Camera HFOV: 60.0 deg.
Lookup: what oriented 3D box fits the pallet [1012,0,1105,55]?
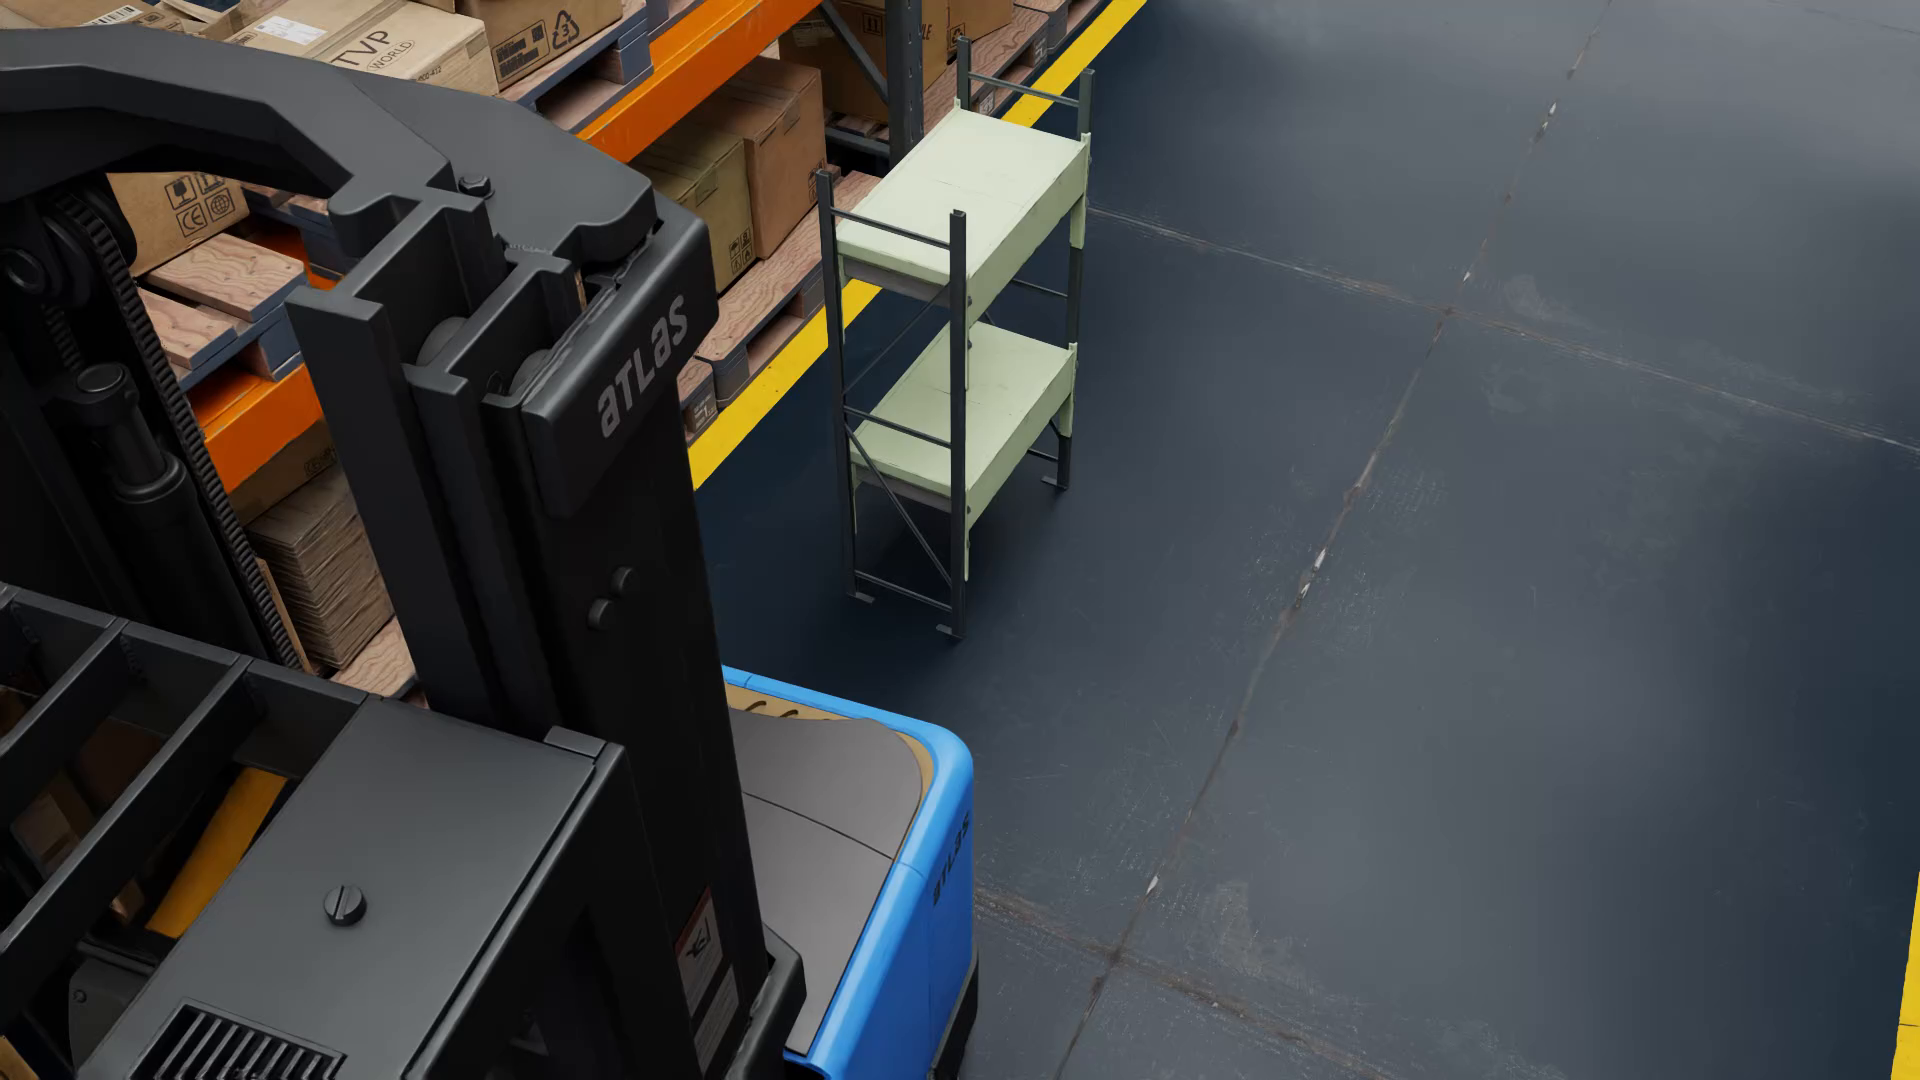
[{"bbox_3d":[0.239,-2.760,7.829,1.003,0.211,1.213,20,49,19],"label":"pallet"}]

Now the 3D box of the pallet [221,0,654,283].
[{"bbox_3d":[-1.581,-1.207,4.469,1.003,0.211,1.213,20,49,19],"label":"pallet"}]

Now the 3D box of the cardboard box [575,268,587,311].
[{"bbox_3d":[-1.408,-0.783,5.363,0.700,0.500,0.500,17,48,16],"label":"cardboard box"}]

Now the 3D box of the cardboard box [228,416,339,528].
[{"bbox_3d":[-1.942,-0.323,4.381,0.500,0.250,0.500,26,51,23],"label":"cardboard box"}]

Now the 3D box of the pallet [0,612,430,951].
[{"bbox_3d":[-2.099,0.474,4.633,1.003,0.211,1.213,20,49,19],"label":"pallet"}]

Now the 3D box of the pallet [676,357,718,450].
[{"bbox_3d":[-1.532,-0.291,5.389,1.003,0.211,1.213,20,49,19],"label":"pallet"}]

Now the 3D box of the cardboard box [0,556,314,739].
[{"bbox_3d":[-2.170,0.281,4.311,0.700,0.500,0.500,18,48,17],"label":"cardboard box"}]

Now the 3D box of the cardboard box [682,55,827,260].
[{"bbox_3d":[-0.911,-1.430,6.003,0.700,0.500,0.500,17,48,16],"label":"cardboard box"}]

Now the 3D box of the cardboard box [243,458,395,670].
[{"bbox_3d":[-1.924,-0.072,4.661,0.700,0.500,0.500,17,48,16],"label":"cardboard box"}]

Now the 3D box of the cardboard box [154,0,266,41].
[{"bbox_3d":[-1.929,-1.254,4.180,0.396,0.266,0.258,19,48,18],"label":"cardboard box"}]

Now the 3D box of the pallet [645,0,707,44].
[{"bbox_3d":[-1.090,-2.033,5.285,1.003,0.211,1.213,20,49,19],"label":"pallet"}]

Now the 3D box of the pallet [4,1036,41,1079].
[{"bbox_3d":[-2.896,1.438,3.680,1.003,0.211,1.213,20,49,19],"label":"pallet"}]

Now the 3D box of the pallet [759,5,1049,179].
[{"bbox_3d":[-0.326,-1.988,7.067,1.003,0.211,1.213,20,49,19],"label":"pallet"}]

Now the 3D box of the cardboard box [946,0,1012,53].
[{"bbox_3d":[-0.126,-2.405,6.980,0.500,0.500,0.500,-34,55,-29],"label":"cardboard box"}]

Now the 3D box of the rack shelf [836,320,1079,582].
[{"bbox_3d":[0.003,-0.302,4.953,0.431,0.370,0.720,20,49,19],"label":"rack shelf"}]

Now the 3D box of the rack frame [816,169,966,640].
[{"bbox_3d":[-0.167,-0.301,4.493,0.400,1.500,0.023,20,49,19],"label":"rack frame"}]

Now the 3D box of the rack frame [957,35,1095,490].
[{"bbox_3d":[0.173,-0.762,4.949,0.400,1.500,0.023,20,49,19],"label":"rack frame"}]

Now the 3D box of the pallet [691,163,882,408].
[{"bbox_3d":[-0.967,-1.063,6.152,1.003,0.211,1.213,20,49,19],"label":"pallet"}]

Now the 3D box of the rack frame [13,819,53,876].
[{"bbox_3d":[-2.463,-0.014,3.155,1.000,3.000,0.127,20,49,19],"label":"rack frame"}]

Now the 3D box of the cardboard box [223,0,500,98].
[{"bbox_3d":[-1.482,-1.089,4.027,0.500,0.250,0.500,19,48,18],"label":"cardboard box"}]

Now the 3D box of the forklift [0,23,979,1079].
[{"bbox_3d":[-0.925,0.993,2.208,1.130,2.935,3.031,14,47,13],"label":"forklift"}]

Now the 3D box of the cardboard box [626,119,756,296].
[{"bbox_3d":[-1.149,-1.136,5.712,0.700,0.500,0.500,20,49,19],"label":"cardboard box"}]

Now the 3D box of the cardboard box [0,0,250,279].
[{"bbox_3d":[-2.078,-0.935,3.699,0.700,0.500,0.500,28,51,25],"label":"cardboard box"}]

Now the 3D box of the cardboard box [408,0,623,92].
[{"bbox_3d":[-1.330,-1.595,4.350,0.797,0.503,0.637,25,51,23],"label":"cardboard box"}]

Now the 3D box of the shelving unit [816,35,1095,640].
[{"bbox_3d":[0.003,-0.531,4.721,0.431,1.500,0.755,20,49,19],"label":"shelving unit"}]

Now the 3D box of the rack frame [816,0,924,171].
[{"bbox_3d":[-0.607,-2.534,5.645,1.000,3.000,0.127,20,49,19],"label":"rack frame"}]

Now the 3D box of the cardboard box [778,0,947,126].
[{"bbox_3d":[-0.386,-2.042,6.621,0.500,0.500,0.500,19,48,18],"label":"cardboard box"}]

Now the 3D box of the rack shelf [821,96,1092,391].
[{"bbox_3d":[0.003,-0.806,4.443,0.431,0.370,0.720,20,49,19],"label":"rack shelf"}]

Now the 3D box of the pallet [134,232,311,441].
[{"bbox_3d":[-2.227,-0.431,3.702,1.213,0.211,1.003,20,49,19],"label":"pallet"}]
